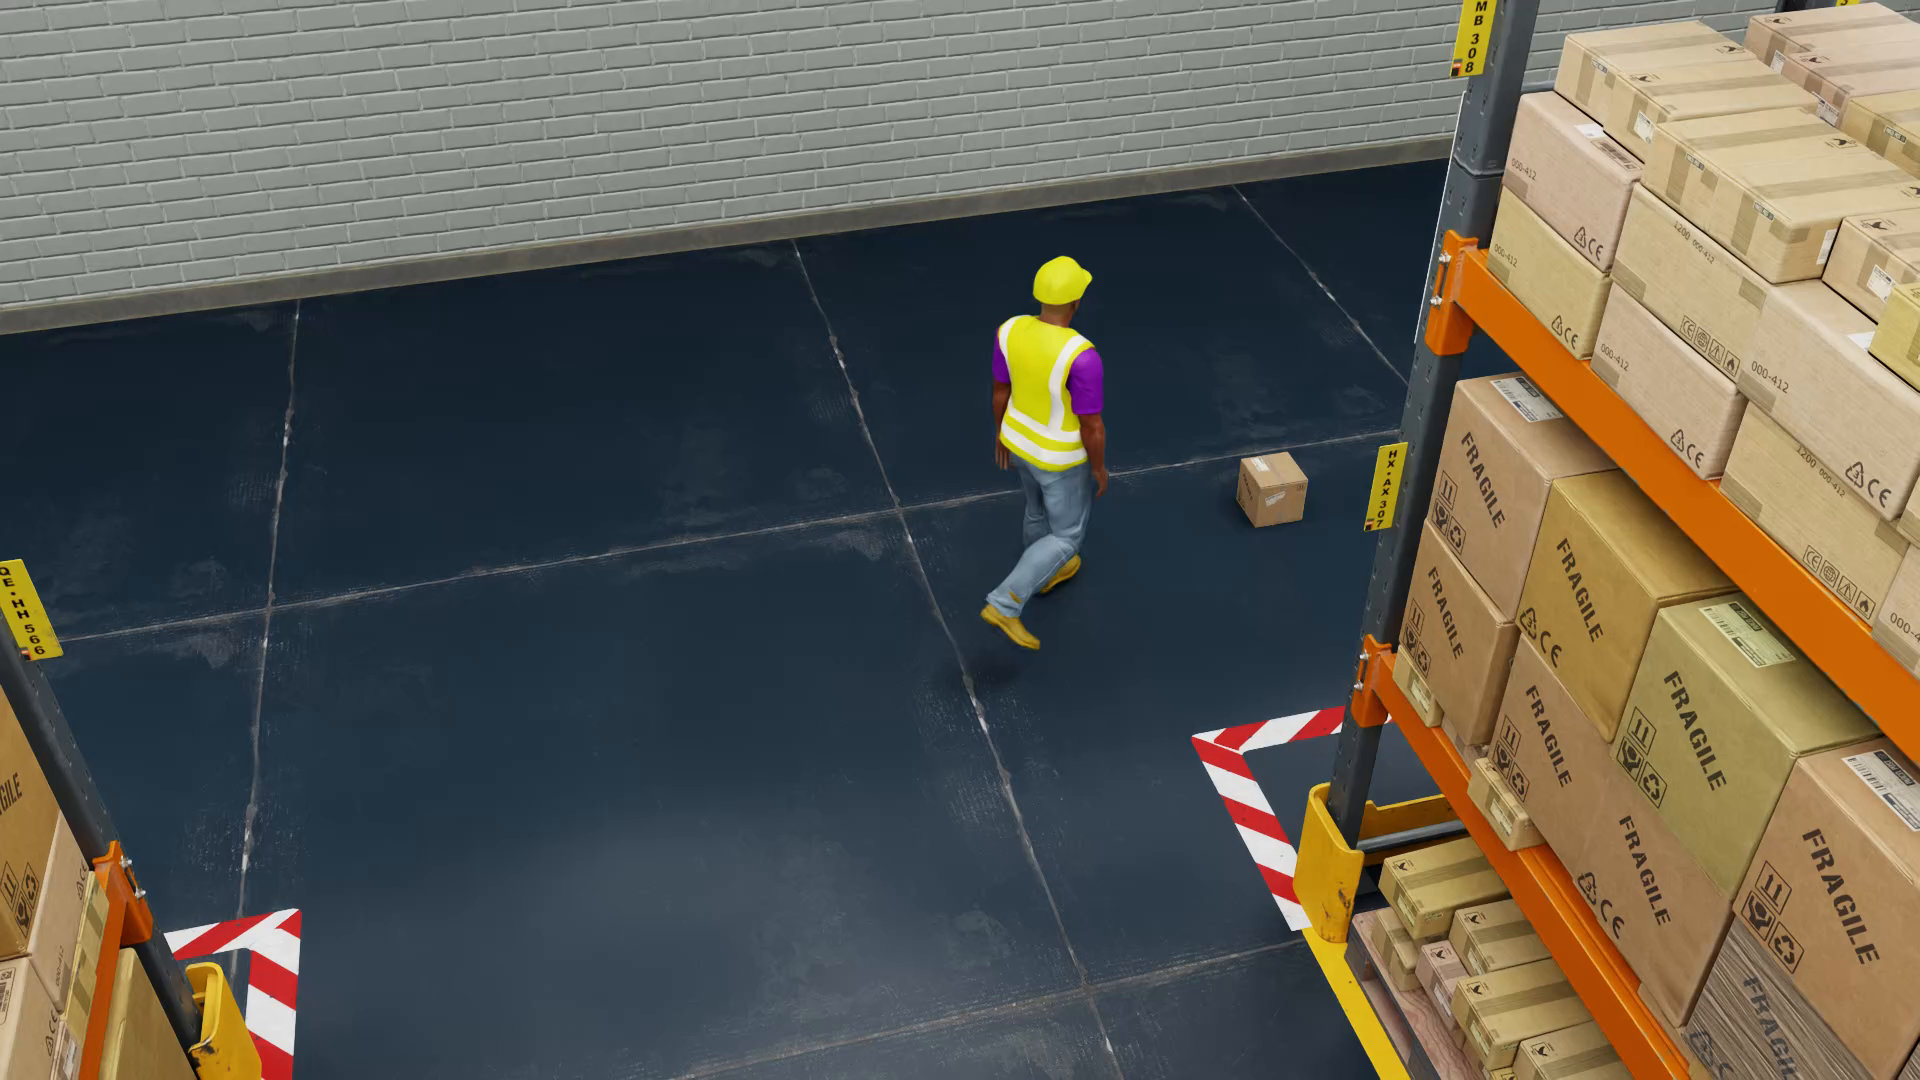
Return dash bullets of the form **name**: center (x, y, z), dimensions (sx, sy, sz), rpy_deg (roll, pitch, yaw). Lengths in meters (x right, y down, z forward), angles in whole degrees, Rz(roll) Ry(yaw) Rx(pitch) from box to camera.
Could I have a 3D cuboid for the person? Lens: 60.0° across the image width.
- **person**: center (0.332, -0.366, 7.143), dimensions (0.804, 1.760, 0.593), rpy_deg (-28, 46, -31)
